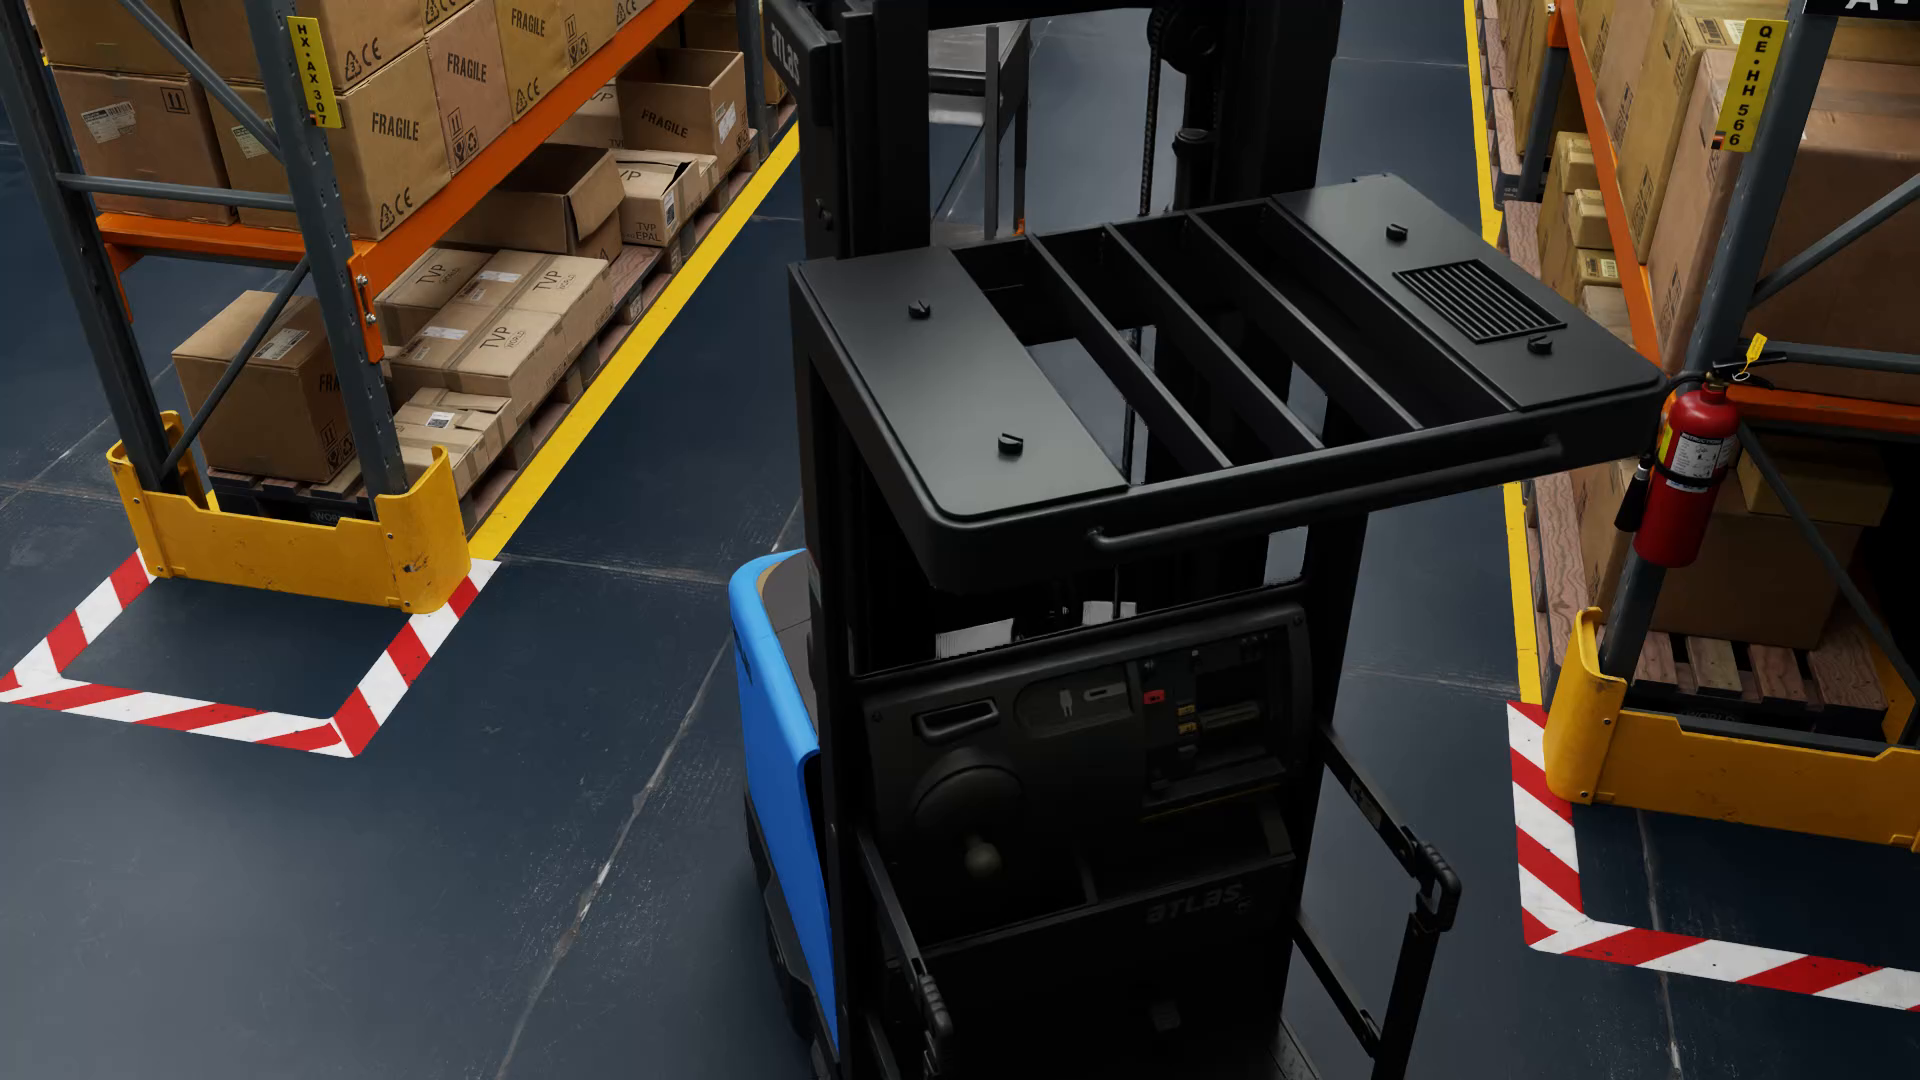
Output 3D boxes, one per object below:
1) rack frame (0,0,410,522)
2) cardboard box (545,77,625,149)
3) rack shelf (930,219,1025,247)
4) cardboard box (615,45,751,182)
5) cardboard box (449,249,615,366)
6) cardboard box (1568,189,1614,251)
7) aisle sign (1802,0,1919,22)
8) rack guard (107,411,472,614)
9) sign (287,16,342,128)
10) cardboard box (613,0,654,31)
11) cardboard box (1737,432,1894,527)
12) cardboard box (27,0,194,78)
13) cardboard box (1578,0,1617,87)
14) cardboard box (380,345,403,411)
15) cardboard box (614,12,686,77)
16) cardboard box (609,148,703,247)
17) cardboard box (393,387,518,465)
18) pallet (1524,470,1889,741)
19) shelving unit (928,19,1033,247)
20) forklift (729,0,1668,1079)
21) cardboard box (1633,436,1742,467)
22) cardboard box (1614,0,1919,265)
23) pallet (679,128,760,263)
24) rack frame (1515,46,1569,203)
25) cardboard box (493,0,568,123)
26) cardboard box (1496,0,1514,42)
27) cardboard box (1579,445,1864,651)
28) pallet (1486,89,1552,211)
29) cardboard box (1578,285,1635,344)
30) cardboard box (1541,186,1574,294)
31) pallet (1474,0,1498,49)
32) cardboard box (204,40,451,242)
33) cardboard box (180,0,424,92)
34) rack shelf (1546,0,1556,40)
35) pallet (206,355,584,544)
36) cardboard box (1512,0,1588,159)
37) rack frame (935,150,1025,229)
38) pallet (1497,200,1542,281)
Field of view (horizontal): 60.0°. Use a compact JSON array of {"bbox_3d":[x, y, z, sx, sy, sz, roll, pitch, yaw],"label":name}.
[{"bbox_3d":[-2.406,-1.072,5.173,1.000,3.000,0.127,7,37,10],"label":"rack frame"},{"bbox_3d":[-1.853,-2.241,8.702,0.500,0.311,0.500,7,37,10],"label":"cardboard box"},{"bbox_3d":[-0.035,-0.744,5.511,0.431,0.518,0.480,7,37,10],"label":"rack shelf"},{"bbox_3d":[-1.396,-2.169,8.442,0.500,0.500,0.500,7,37,10],"label":"cardboard box"},{"bbox_3d":[-1.799,-0.986,7.023,0.500,0.250,0.500,7,37,10],"label":"cardboard box"},{"bbox_3d":[2.666,-1.278,6.677,0.380,0.149,0.250,6,36,9],"label":"cardboard box"},{"bbox_3d":[2.126,-1.502,3.551,0.394,0.787,0.004,7,37,10],"label":"aisle sign"},{"bbox_3d":[-2.390,-0.103,5.966,1.175,0.500,0.348,7,37,10],"label":"rack guard"},{"bbox_3d":[-1.876,-1.354,4.825,0.100,0.325,0.005,7,37,10],"label":"sign"},{"bbox_3d":[-1.624,-2.496,7.053,0.500,0.500,0.500,8,37,11],"label":"cardboard box"},{"bbox_3d":[2.655,-0.191,5.177,0.380,0.149,0.250,8,37,10],"label":"cardboard box"},{"bbox_3d":[-2.580,-1.807,5.250,0.500,0.500,0.500,7,37,10],"label":"cardboard box"},{"bbox_3d":[2.996,-2.141,6.392,0.980,0.700,0.700,6,36,9],"label":"cardboard box"},{"bbox_3d":[-2.356,-0.666,6.653,0.380,0.166,0.250,7,37,10],"label":"cardboard box"},{"bbox_3d":[-1.726,-2.850,9.381,0.500,0.500,0.500,7,37,10],"label":"cardboard box"},{"bbox_3d":[-1.556,-1.662,7.904,0.500,0.311,0.500,7,37,10],"label":"cardboard box"},{"bbox_3d":[-1.927,-0.443,6.345,0.380,0.166,0.250,7,37,10],"label":"cardboard box"},{"bbox_3d":[2.529,0.208,5.783,1.003,0.211,1.213,7,37,10],"label":"pallet"},{"bbox_3d":[-0.035,-0.755,5.503,0.431,2.100,0.503,7,37,10],"label":"shelving unit"},{"bbox_3d":[0.340,0.464,3.113,1.130,2.935,3.031,-11,37,-15],"label":"forklift"},{"bbox_3d":[2.335,-0.384,5.443,0.380,0.149,0.250,7,37,9],"label":"cardboard box"},{"bbox_3d":[2.678,-1.287,5.214,0.980,0.700,0.700,7,37,10],"label":"cardboard box"},{"bbox_3d":[-1.699,-1.842,8.612,1.003,0.211,1.213,7,37,10],"label":"pallet"},{"bbox_3d":[3.289,-2.746,7.483,1.000,3.000,0.127,7,37,10],"label":"rack frame"},{"bbox_3d":[-1.839,-1.918,6.254,0.500,0.500,0.500,7,37,10],"label":"cardboard box"},{"bbox_3d":[3.664,-3.433,9.904,0.750,0.750,0.750,7,37,10],"label":"cardboard box"},{"bbox_3d":[2.486,-0.025,5.500,0.700,0.500,0.500,7,37,10],"label":"cardboard box"},{"bbox_3d":[3.380,-2.069,8.925,1.003,0.211,1.213,7,37,10],"label":"pallet"},{"bbox_3d":[2.700,-0.600,6.294,0.700,0.500,0.500,6,36,8],"label":"cardboard box"},{"bbox_3d":[2.918,-1.201,7.123,0.700,0.500,0.500,7,37,9],"label":"cardboard box"},{"bbox_3d":[3.901,-3.468,10.855,1.003,0.211,1.213,7,37,10],"label":"pallet"},{"bbox_3d":[-2.054,-1.334,5.449,0.500,0.500,0.500,8,37,11],"label":"cardboard box"},{"bbox_3d":[-2.054,-1.739,5.155,0.500,0.500,0.500,8,37,11],"label":"cardboard box"},{"bbox_3d":[3.716,-3.602,9.276,1.077,0.370,4.000,7,37,10],"label":"rack shelf"},{"bbox_3d":[-2.220,-0.443,6.682,1.003,0.211,1.213,7,37,10],"label":"pallet"},{"bbox_3d":[3.300,-2.435,8.527,0.750,0.750,0.750,8,37,11],"label":"cardboard box"},{"bbox_3d":[0.017,-0.895,5.696,0.400,2.100,0.015,7,37,10],"label":"rack frame"},{"bbox_3d":[3.050,-1.191,7.713,1.003,0.211,1.213,7,37,10],"label":"pallet"}]
